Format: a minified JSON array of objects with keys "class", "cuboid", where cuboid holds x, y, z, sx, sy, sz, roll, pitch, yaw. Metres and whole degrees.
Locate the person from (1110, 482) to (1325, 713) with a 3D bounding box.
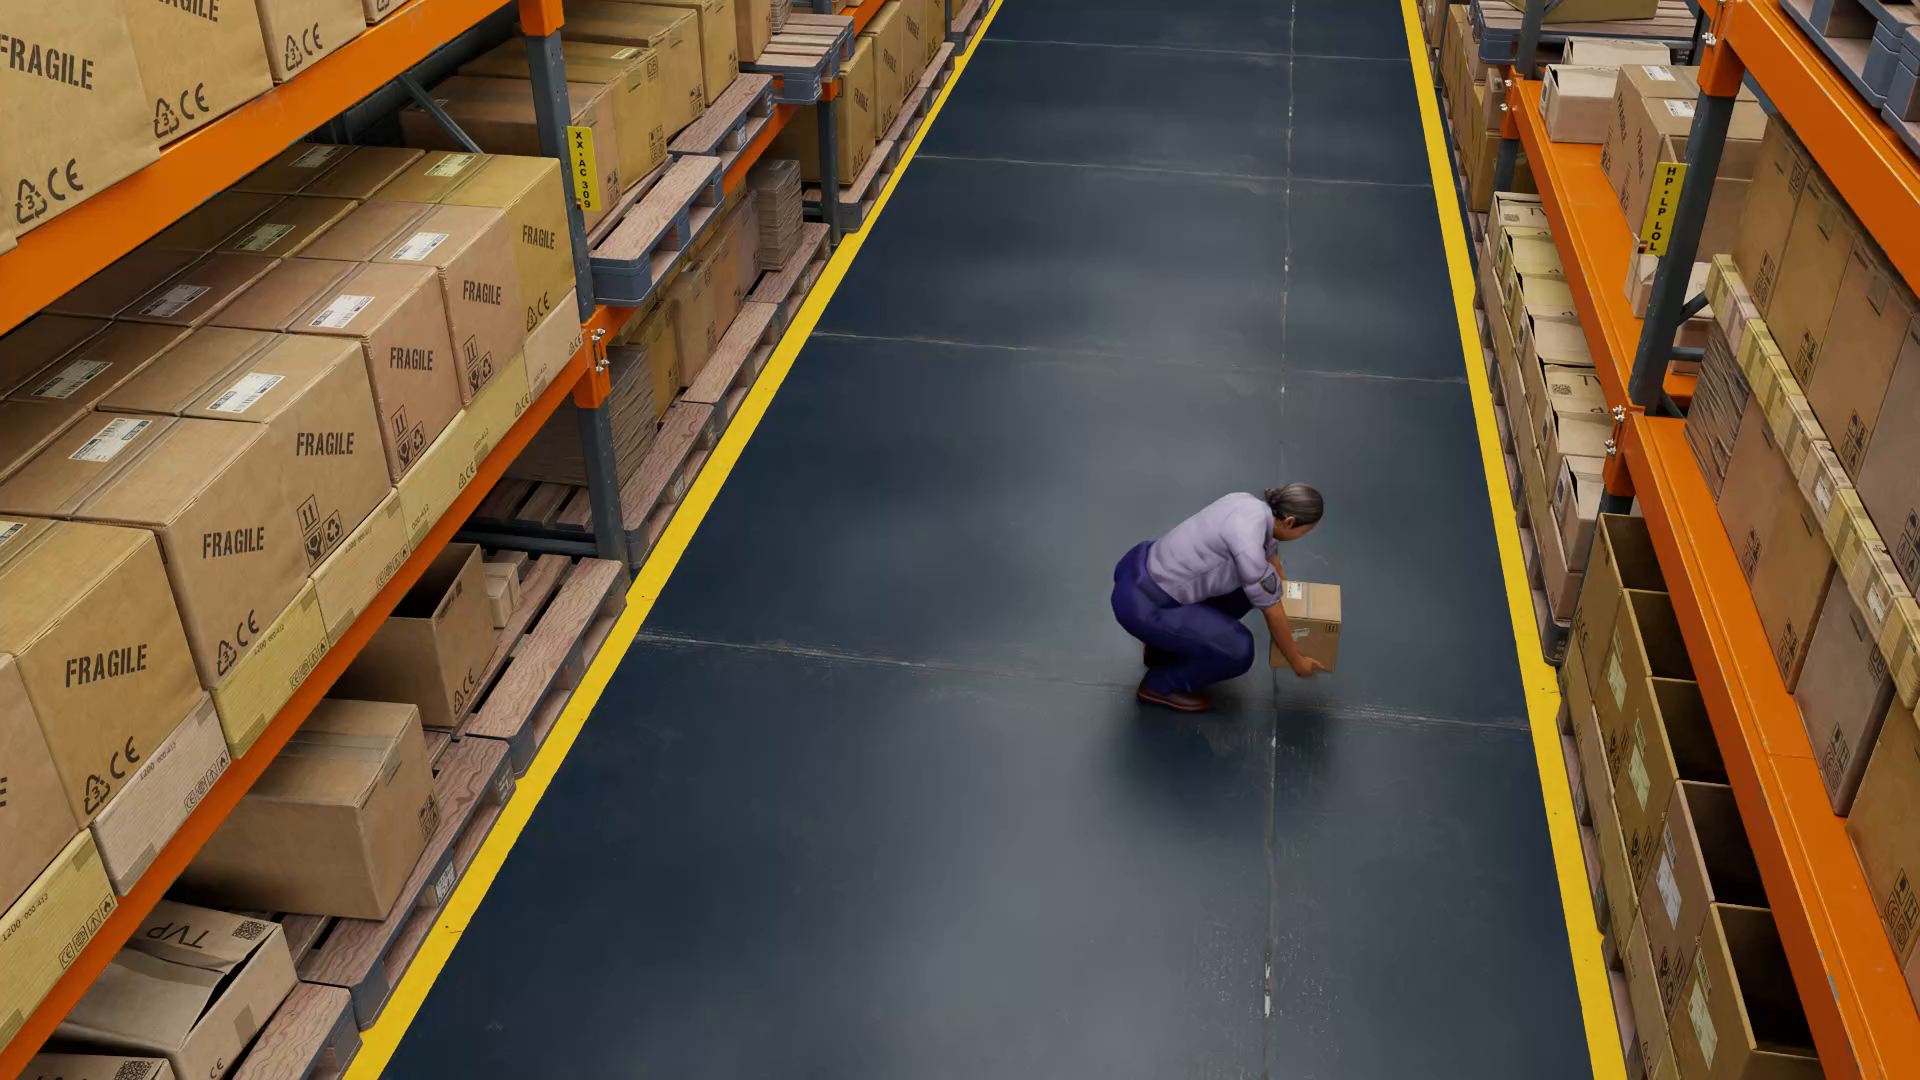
[{"class":"person","cuboid":[1.025,0.194,6.521,0.854,0.940,0.510,5,33,7]}]
